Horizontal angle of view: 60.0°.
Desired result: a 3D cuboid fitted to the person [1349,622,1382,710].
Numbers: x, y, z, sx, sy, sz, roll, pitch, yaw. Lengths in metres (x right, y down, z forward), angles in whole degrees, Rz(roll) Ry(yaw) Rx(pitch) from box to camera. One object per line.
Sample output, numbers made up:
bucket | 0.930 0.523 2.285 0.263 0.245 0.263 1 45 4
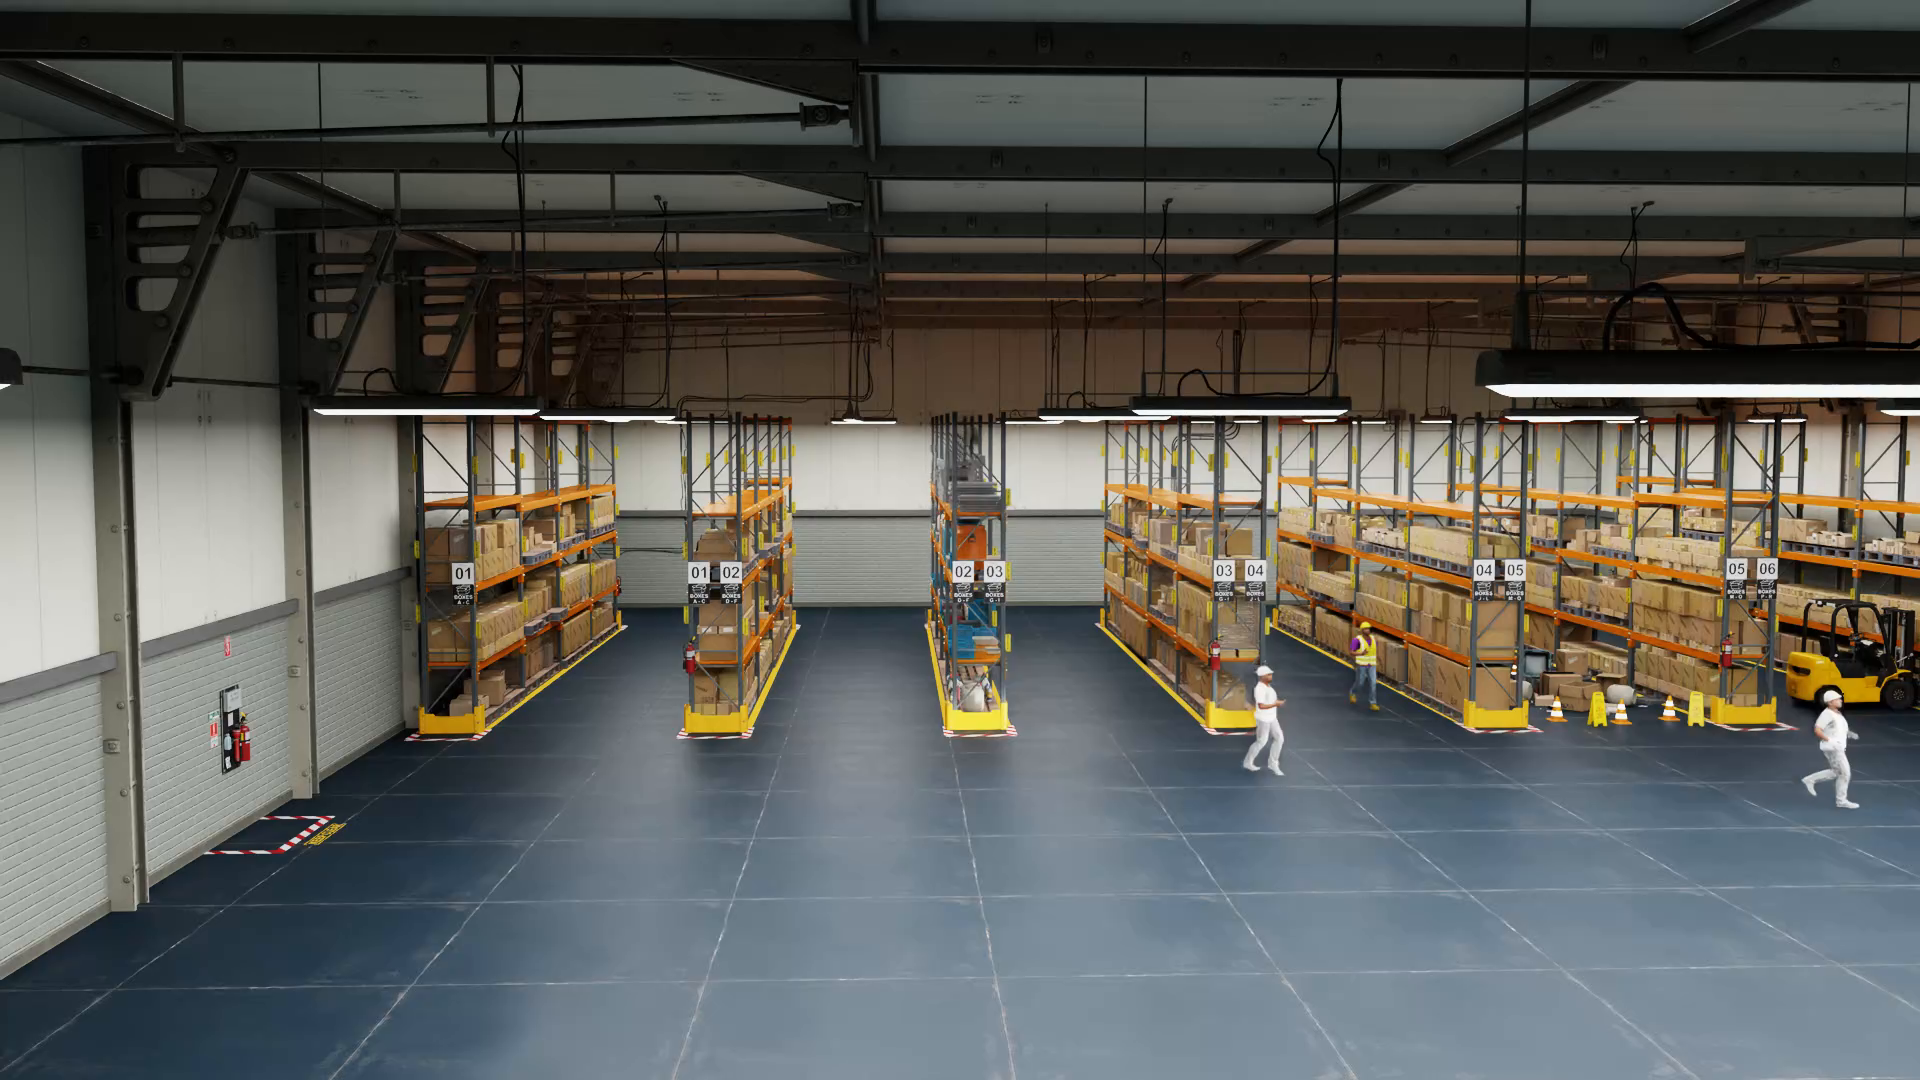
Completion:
person | 8.234 2.532 33.747 0.712 1.742 0.961 -1 4 -12

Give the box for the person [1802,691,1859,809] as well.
person | 13.135 3.144 25.075 0.818 1.748 0.696 3 5 39

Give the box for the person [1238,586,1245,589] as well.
person | 7.977 1.609 47.898 0.610 1.741 0.726 -3 5 -40

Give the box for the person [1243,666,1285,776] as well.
person | 5.023 2.979 27.331 0.730 1.823 0.674 2 4 29
